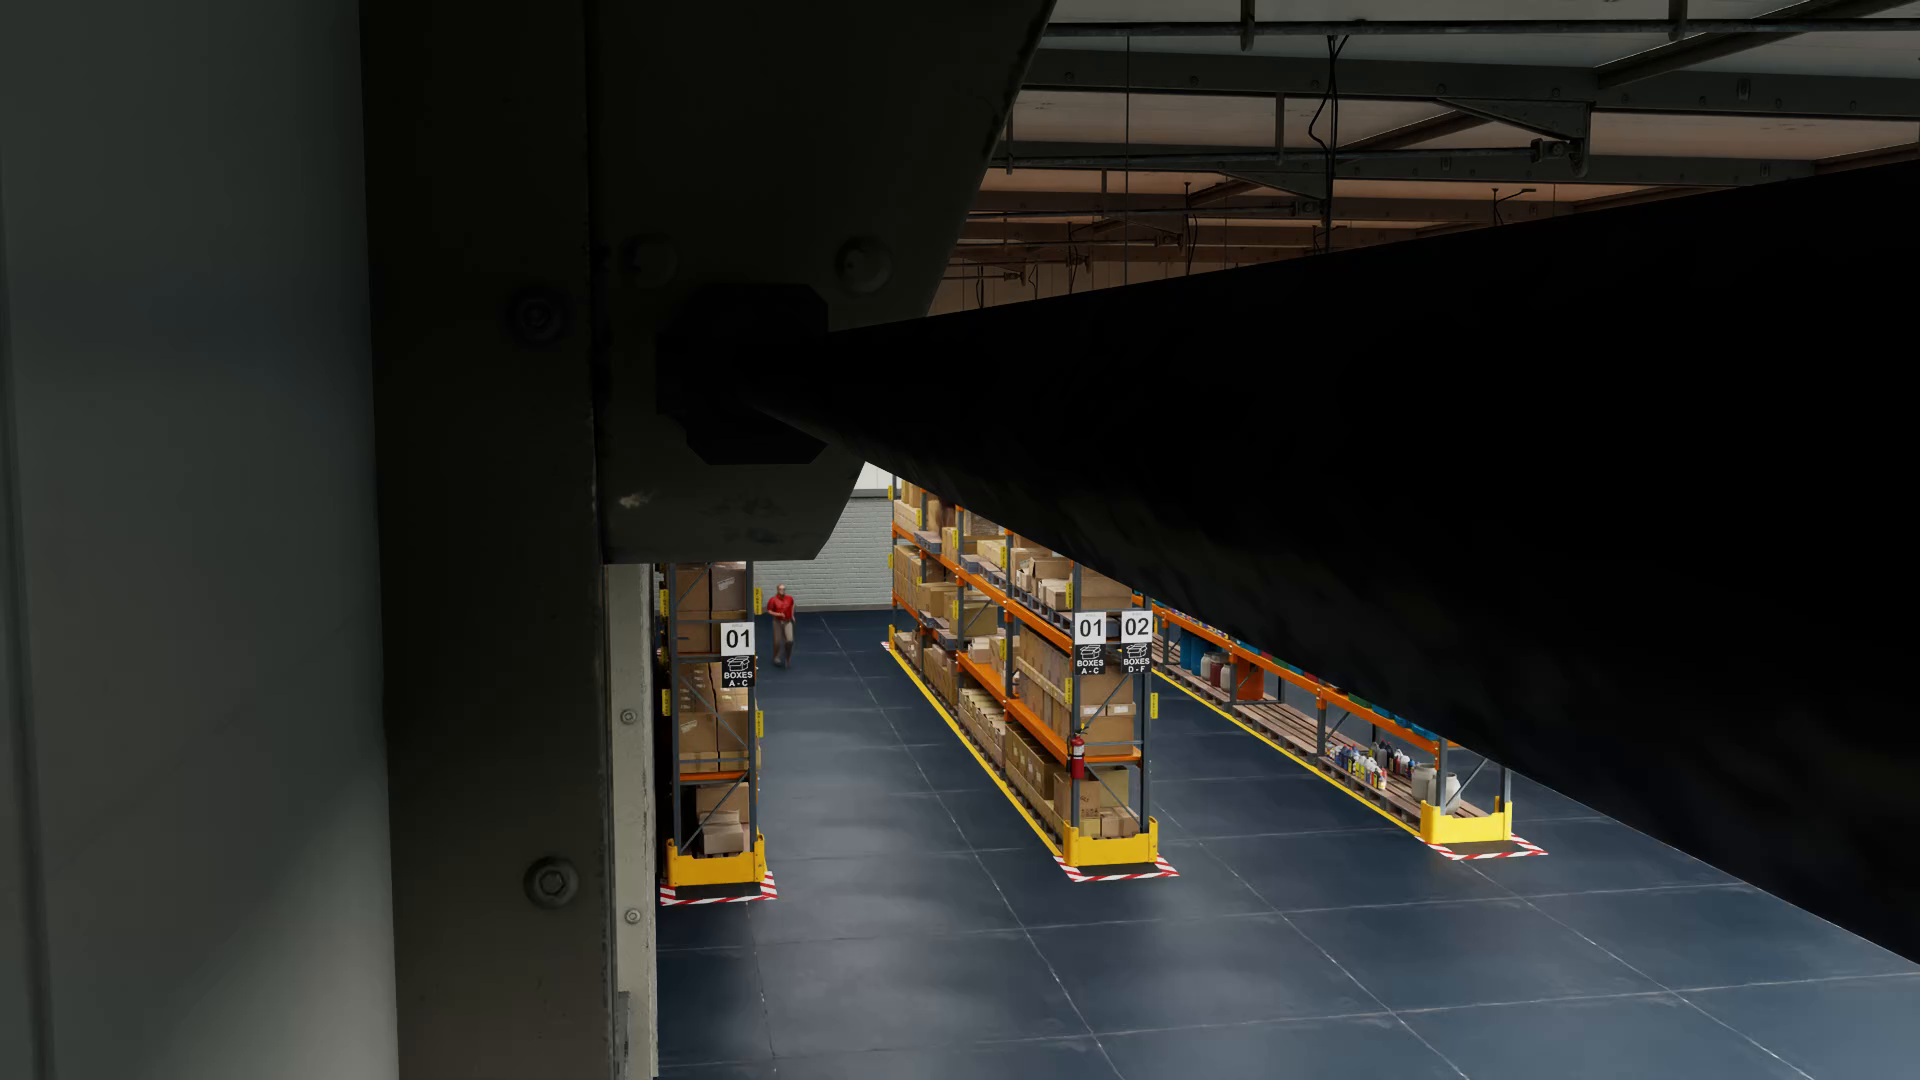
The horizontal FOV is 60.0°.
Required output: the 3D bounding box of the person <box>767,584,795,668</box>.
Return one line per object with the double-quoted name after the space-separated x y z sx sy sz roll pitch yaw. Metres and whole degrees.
-3.667 1.784 34.289 0.629 1.769 0.830 -2 7 -19 "person"
